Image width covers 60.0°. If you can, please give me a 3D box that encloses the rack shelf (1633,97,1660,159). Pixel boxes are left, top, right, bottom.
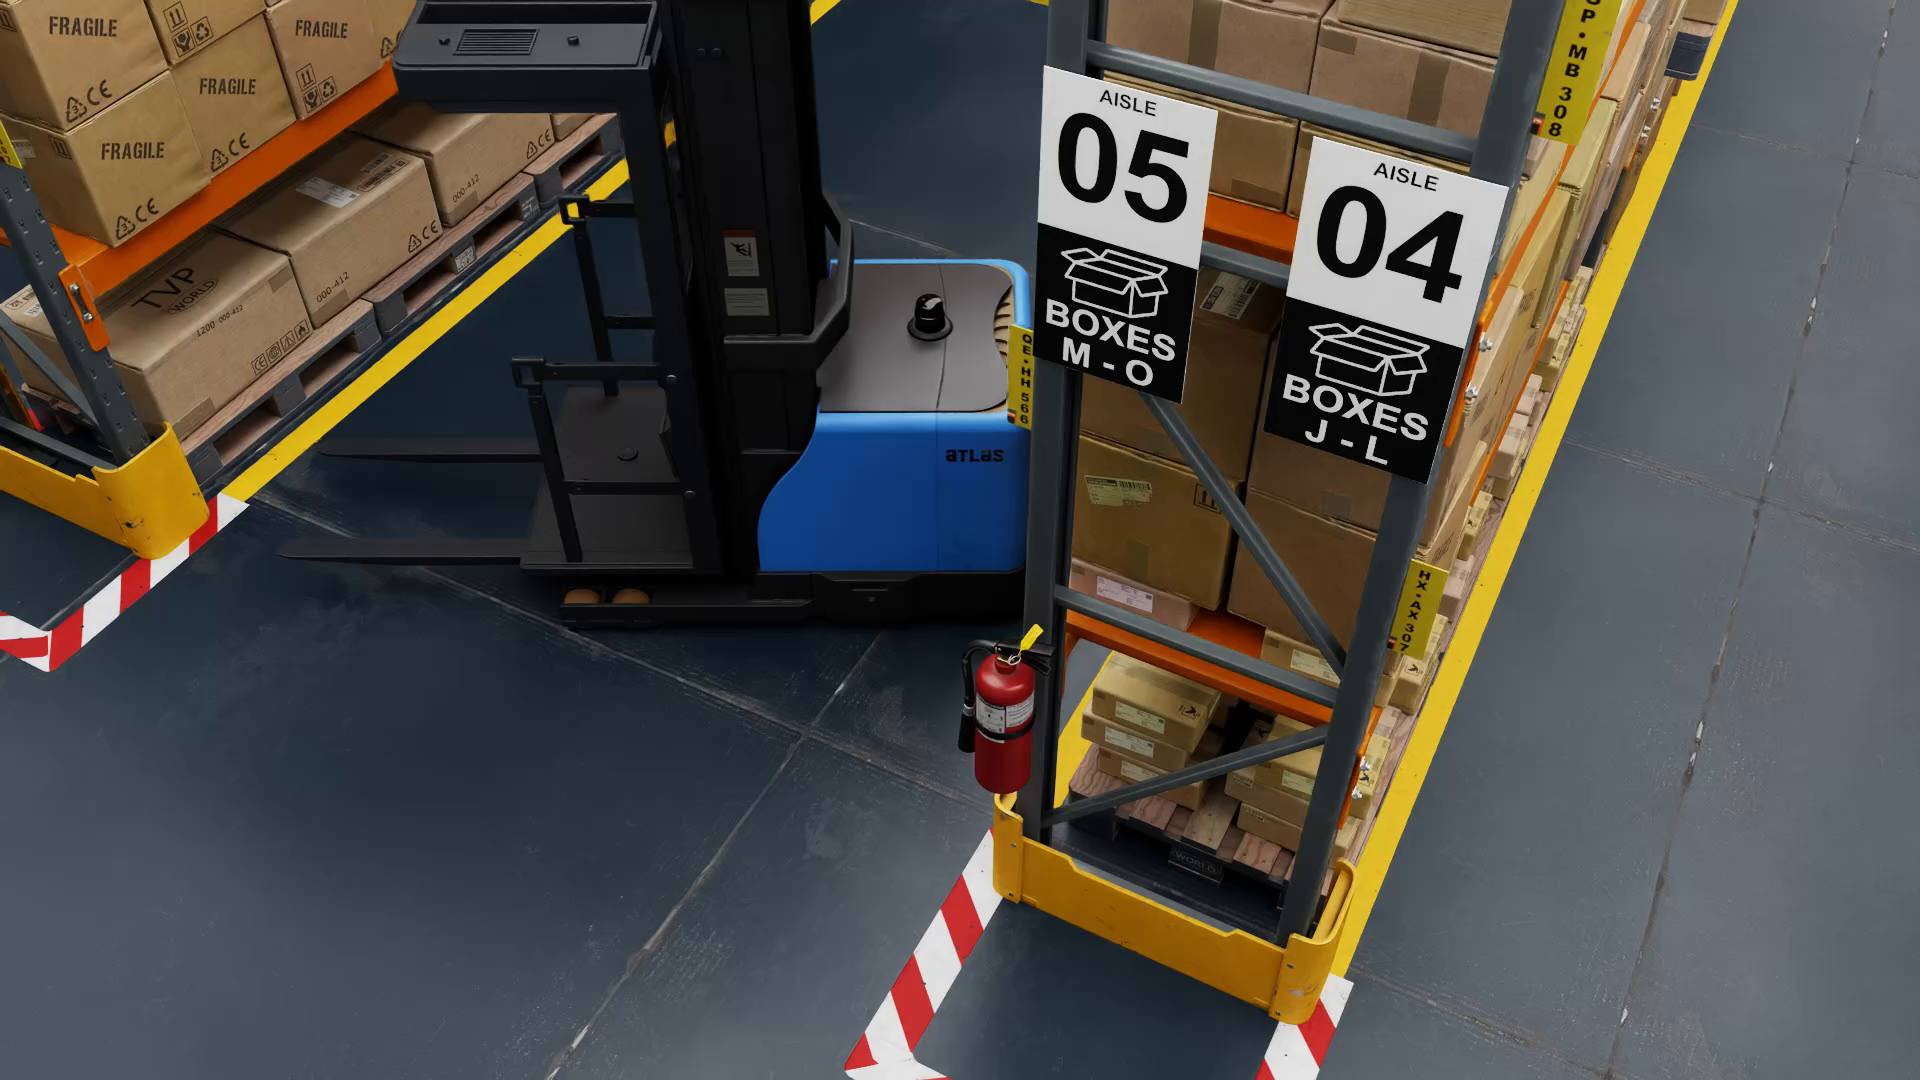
[{"bbox_3d":[3.439,-3.226,8.615,1.077,0.370,4.000,20,49,19],"label":"rack shelf"}]

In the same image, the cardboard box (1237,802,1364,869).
[{"bbox_3d":[1.180,0.931,5.710,0.380,0.149,0.250,21,49,20],"label":"cardboard box"}]

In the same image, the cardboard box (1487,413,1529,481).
[{"bbox_3d":[2.035,-0.418,6.625,0.380,0.149,0.250,19,48,18],"label":"cardboard box"}]

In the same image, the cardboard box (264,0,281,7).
[{"bbox_3d":[-2.837,-2.520,6.638,0.500,0.500,0.500,20,49,19],"label":"cardboard box"}]

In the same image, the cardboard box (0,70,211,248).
[{"bbox_3d":[-3.301,-1.513,6.346,0.500,0.500,0.500,20,49,19],"label":"cardboard box"}]

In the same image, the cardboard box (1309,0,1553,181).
[{"bbox_3d":[1.092,-1.074,3.627,0.500,0.250,0.500,21,49,20],"label":"cardboard box"}]

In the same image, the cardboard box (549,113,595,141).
[{"bbox_3d":[-2.308,-2.677,9.073,0.875,0.438,0.875,20,49,19],"label":"cardboard box"}]

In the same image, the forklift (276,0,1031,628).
[{"bbox_3d":[-1.229,-1.054,6.011,3.031,2.935,1.130,0,45,0],"label":"forklift"}]

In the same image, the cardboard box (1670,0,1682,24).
[{"bbox_3d":[2.532,-2.325,6.236,0.500,0.500,0.500,19,48,18],"label":"cardboard box"}]

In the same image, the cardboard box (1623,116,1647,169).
[{"bbox_3d":[2.562,-1.675,6.753,0.380,0.149,0.250,19,48,18],"label":"cardboard box"}]

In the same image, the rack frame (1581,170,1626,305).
[{"bbox_3d":[2.510,-2.219,7.114,1.000,3.000,0.127,20,49,19],"label":"rack frame"}]

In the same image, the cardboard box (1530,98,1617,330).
[{"bbox_3d":[1.587,-1.026,4.952,0.500,0.500,0.500,19,48,18],"label":"cardboard box"}]

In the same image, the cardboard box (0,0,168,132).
[{"bbox_3d":[-3.303,-1.865,5.991,0.500,0.500,0.500,19,48,18],"label":"cardboard box"}]

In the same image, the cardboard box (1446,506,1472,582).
[{"bbox_3d":[1.348,-0.033,5.130,0.380,0.149,0.250,19,48,18],"label":"cardboard box"}]

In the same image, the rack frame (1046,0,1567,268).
[{"bbox_3d":[0.653,-1.808,2.490,1.000,3.000,0.127,20,49,19],"label":"rack frame"}]

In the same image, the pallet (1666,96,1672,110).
[{"bbox_3d":[3.436,-2.501,9.354,1.003,0.211,1.213,20,49,19],"label":"pallet"}]

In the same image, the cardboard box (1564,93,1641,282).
[{"bbox_3d":[2.062,-1.321,5.947,0.500,0.500,0.500,20,49,19],"label":"cardboard box"}]

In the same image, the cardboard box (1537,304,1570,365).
[{"bbox_3d":[2.383,-0.930,7.131,0.380,0.149,0.250,20,49,19],"label":"cardboard box"}]

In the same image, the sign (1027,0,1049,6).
[{"bbox_3d":[0.171,-1.261,3.435,0.100,0.325,0.005,20,49,19],"label":"sign"}]

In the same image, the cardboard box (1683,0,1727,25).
[{"bbox_3d":[3.100,-2.375,7.149,0.380,0.149,0.250,18,48,17],"label":"cardboard box"}]

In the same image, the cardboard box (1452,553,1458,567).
[{"bbox_3d":[1.628,0.043,6.169,0.380,0.149,0.250,22,49,21],"label":"cardboard box"}]

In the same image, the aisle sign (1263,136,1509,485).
[{"bbox_3d":[0.885,-0.468,3.556,0.394,0.787,0.004,20,49,19],"label":"aisle sign"}]

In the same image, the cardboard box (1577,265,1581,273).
[{"bbox_3d":[2.576,-1.264,7.461,0.380,0.149,0.250,22,49,20],"label":"cardboard box"}]

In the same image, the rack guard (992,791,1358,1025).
[{"bbox_3d":[0.689,1.132,5.560,1.175,0.500,0.348,20,49,19],"label":"rack guard"}]

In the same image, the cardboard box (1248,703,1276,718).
[{"bbox_3d":[1.219,0.515,5.703,0.380,0.149,0.250,21,49,20],"label":"cardboard box"}]

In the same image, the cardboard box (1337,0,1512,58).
[{"bbox_3d":[1.005,-1.146,3.418,0.380,0.149,0.250,20,49,19],"label":"cardboard box"}]

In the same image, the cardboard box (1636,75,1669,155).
[{"bbox_3d":[3.087,-2.130,7.961,0.500,0.250,0.500,18,48,17],"label":"cardboard box"}]

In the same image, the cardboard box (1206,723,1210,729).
[{"bbox_3d":[0.743,0.559,6.077,0.380,0.149,0.250,22,49,20],"label":"cardboard box"}]

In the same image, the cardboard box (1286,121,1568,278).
[{"bbox_3d":[1.088,-0.899,3.806,0.500,0.250,0.500,22,49,20],"label":"cardboard box"}]

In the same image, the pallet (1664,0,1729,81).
[{"bbox_3d":[2.994,-2.585,7.611,1.003,0.211,1.213,20,49,19],"label":"pallet"}]

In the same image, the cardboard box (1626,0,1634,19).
[{"bbox_3d":[1.564,-1.558,4.458,0.500,0.250,0.500,19,48,18],"label":"cardboard box"}]

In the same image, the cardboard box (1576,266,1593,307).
[{"bbox_3d":[2.646,-1.166,7.573,0.380,0.149,0.250,21,49,20],"label":"cardboard box"}]

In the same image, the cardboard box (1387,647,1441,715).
[{"bbox_3d":[1.554,0.455,6.180,0.380,0.149,0.250,21,49,20],"label":"cardboard box"}]

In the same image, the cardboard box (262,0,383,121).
[{"bbox_3d":[-2.839,-2.155,6.980,0.500,0.500,0.500,20,49,19],"label":"cardboard box"}]

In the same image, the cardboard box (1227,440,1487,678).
[{"bbox_3d":[1.106,-0.031,4.672,0.500,0.500,0.500,23,50,21],"label":"cardboard box"}]

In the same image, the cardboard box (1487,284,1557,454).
[{"bbox_3d":[1.571,-0.681,5.314,0.500,0.500,0.500,21,49,20],"label":"cardboard box"}]

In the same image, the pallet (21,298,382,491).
[{"bbox_3d":[-3.476,-0.819,7.691,1.003,0.211,1.213,20,49,19],"label":"pallet"}]

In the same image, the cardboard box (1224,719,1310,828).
[{"bbox_3d":[1.124,0.805,5.625,0.380,0.149,0.250,22,49,21],"label":"cardboard box"}]

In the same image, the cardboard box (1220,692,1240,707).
[{"bbox_3d":[0.842,0.390,5.827,0.380,0.149,0.250,21,49,20],"label":"cardboard box"}]

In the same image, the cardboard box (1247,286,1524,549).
[{"bbox_3d":[1.097,-0.386,4.320,0.500,0.500,0.500,20,49,19],"label":"cardboard box"}]

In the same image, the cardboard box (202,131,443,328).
[{"bbox_3d":[-3.143,-1.545,7.954,0.875,0.438,0.875,22,49,20],"label":"cardboard box"}]

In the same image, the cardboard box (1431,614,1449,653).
[{"bbox_3d":[1.552,0.342,6.083,0.380,0.149,0.250,22,49,20],"label":"cardboard box"}]

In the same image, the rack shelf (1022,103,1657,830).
[{"bbox_3d":[1.582,-0.706,6.125,1.077,0.370,4.000,20,49,19],"label":"rack shelf"}]

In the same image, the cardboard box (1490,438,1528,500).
[{"bbox_3d":[2.150,-0.353,6.979,0.380,0.149,0.250,20,49,19],"label":"cardboard box"}]

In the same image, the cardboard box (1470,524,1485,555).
[{"bbox_3d":[1.886,-0.048,6.678,0.380,0.149,0.250,20,49,19],"label":"cardboard box"}]

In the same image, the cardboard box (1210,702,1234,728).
[{"bbox_3d":[0.815,0.477,5.949,0.380,0.149,0.250,19,48,18],"label":"cardboard box"}]

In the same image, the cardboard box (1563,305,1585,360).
[{"bbox_3d":[2.630,-1.005,7.623,0.380,0.149,0.250,21,49,20],"label":"cardboard box"}]

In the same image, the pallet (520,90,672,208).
[{"bbox_3d":[-2.343,-2.356,9.210,1.003,0.211,1.213,20,49,19],"label":"pallet"}]

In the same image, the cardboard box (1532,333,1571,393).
[{"bbox_3d":[2.422,-0.817,7.228,0.380,0.149,0.250,19,48,18],"label":"cardboard box"}]

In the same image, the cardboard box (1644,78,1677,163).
[{"bbox_3d":[3.332,-2.200,8.557,0.500,0.500,0.500,23,50,21],"label":"cardboard box"}]

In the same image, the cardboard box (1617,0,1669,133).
[{"bbox_3d":[2.046,-1.680,5.599,0.500,0.500,0.500,22,49,20],"label":"cardboard box"}]

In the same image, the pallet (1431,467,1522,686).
[{"bbox_3d":[1.665,-0.033,6.914,1.003,0.211,1.213,20,49,19],"label":"pallet"}]

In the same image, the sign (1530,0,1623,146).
[{"bbox_3d":[1.134,-0.882,3.069,0.100,0.325,0.005,20,49,19],"label":"sign"}]

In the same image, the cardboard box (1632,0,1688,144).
[{"bbox_3d":[2.536,-1.961,6.579,0.500,0.500,0.500,21,49,19],"label":"cardboard box"}]
